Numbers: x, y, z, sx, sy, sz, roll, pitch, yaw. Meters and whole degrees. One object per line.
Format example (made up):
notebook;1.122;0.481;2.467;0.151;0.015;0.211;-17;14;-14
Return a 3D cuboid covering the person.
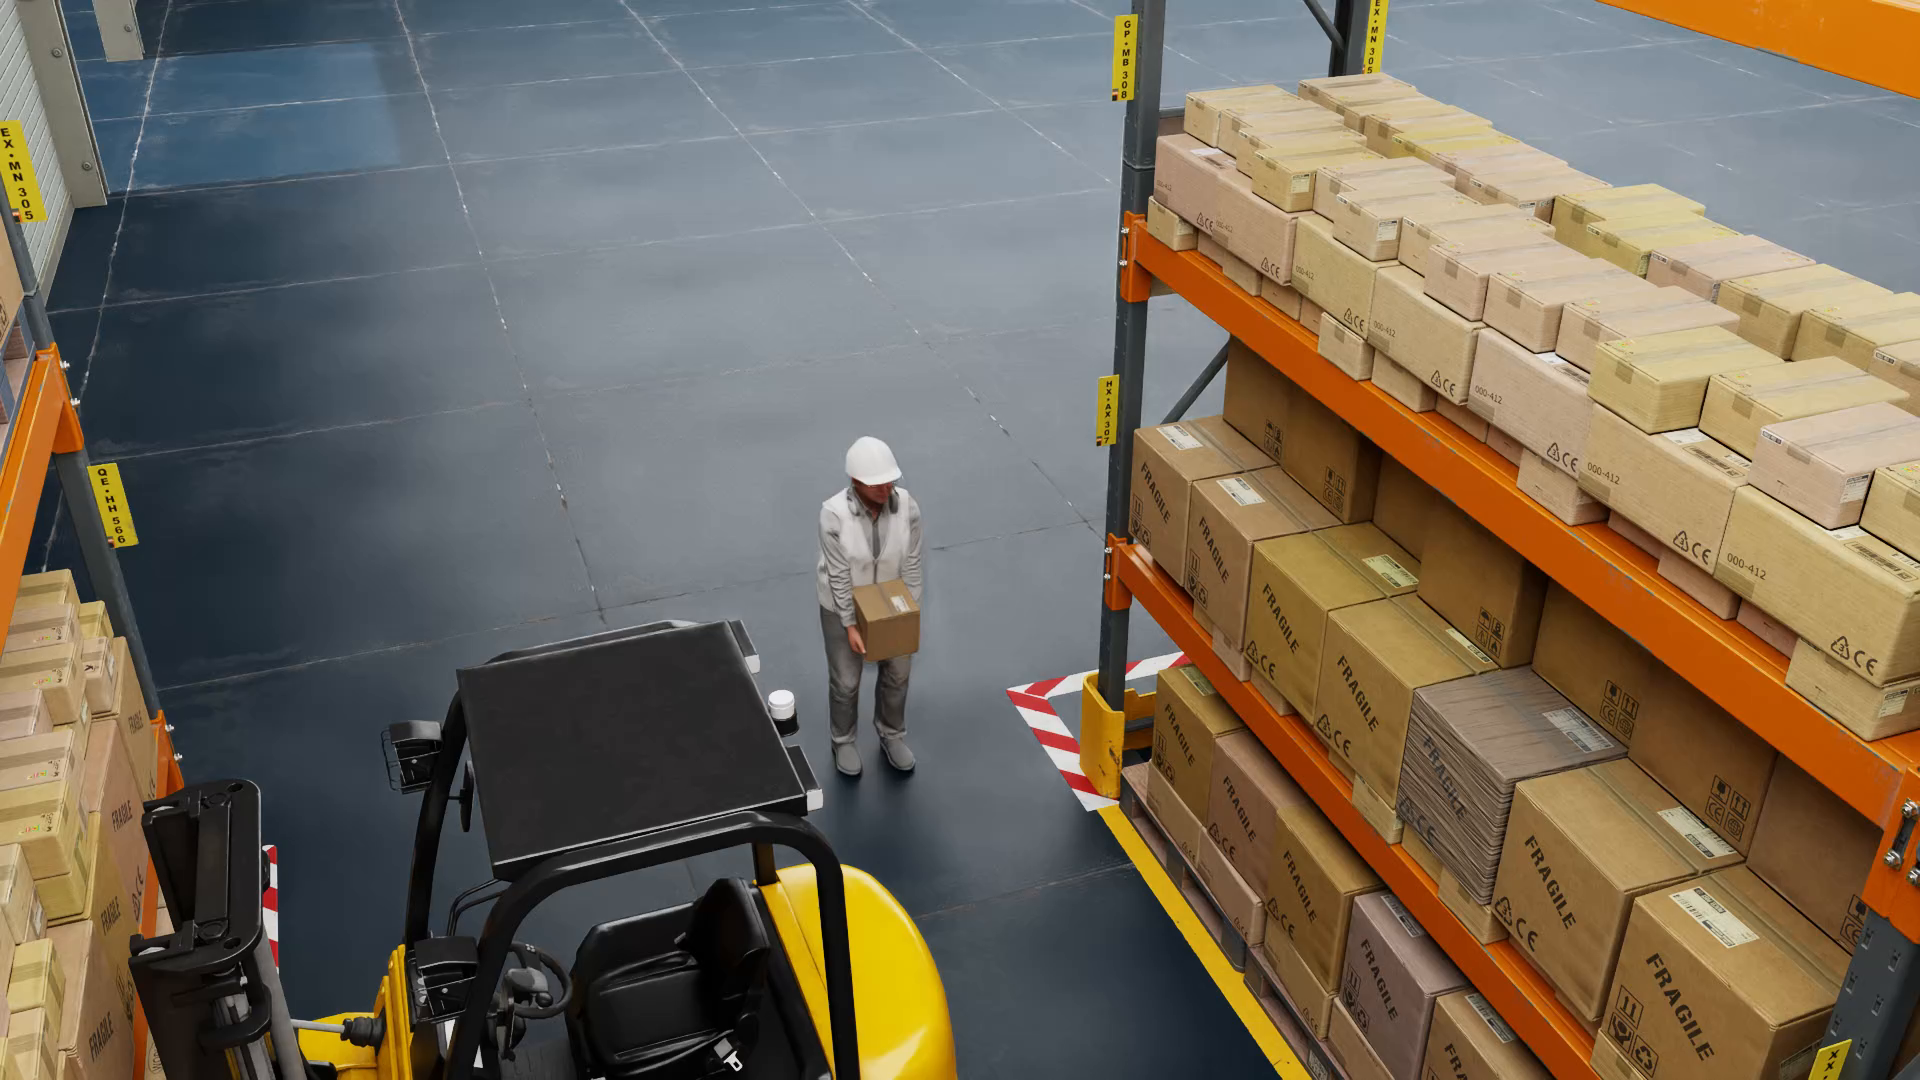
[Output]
person;-0.399;0.323;7.767;0.487;1.765;0.577;-11;31;-18
